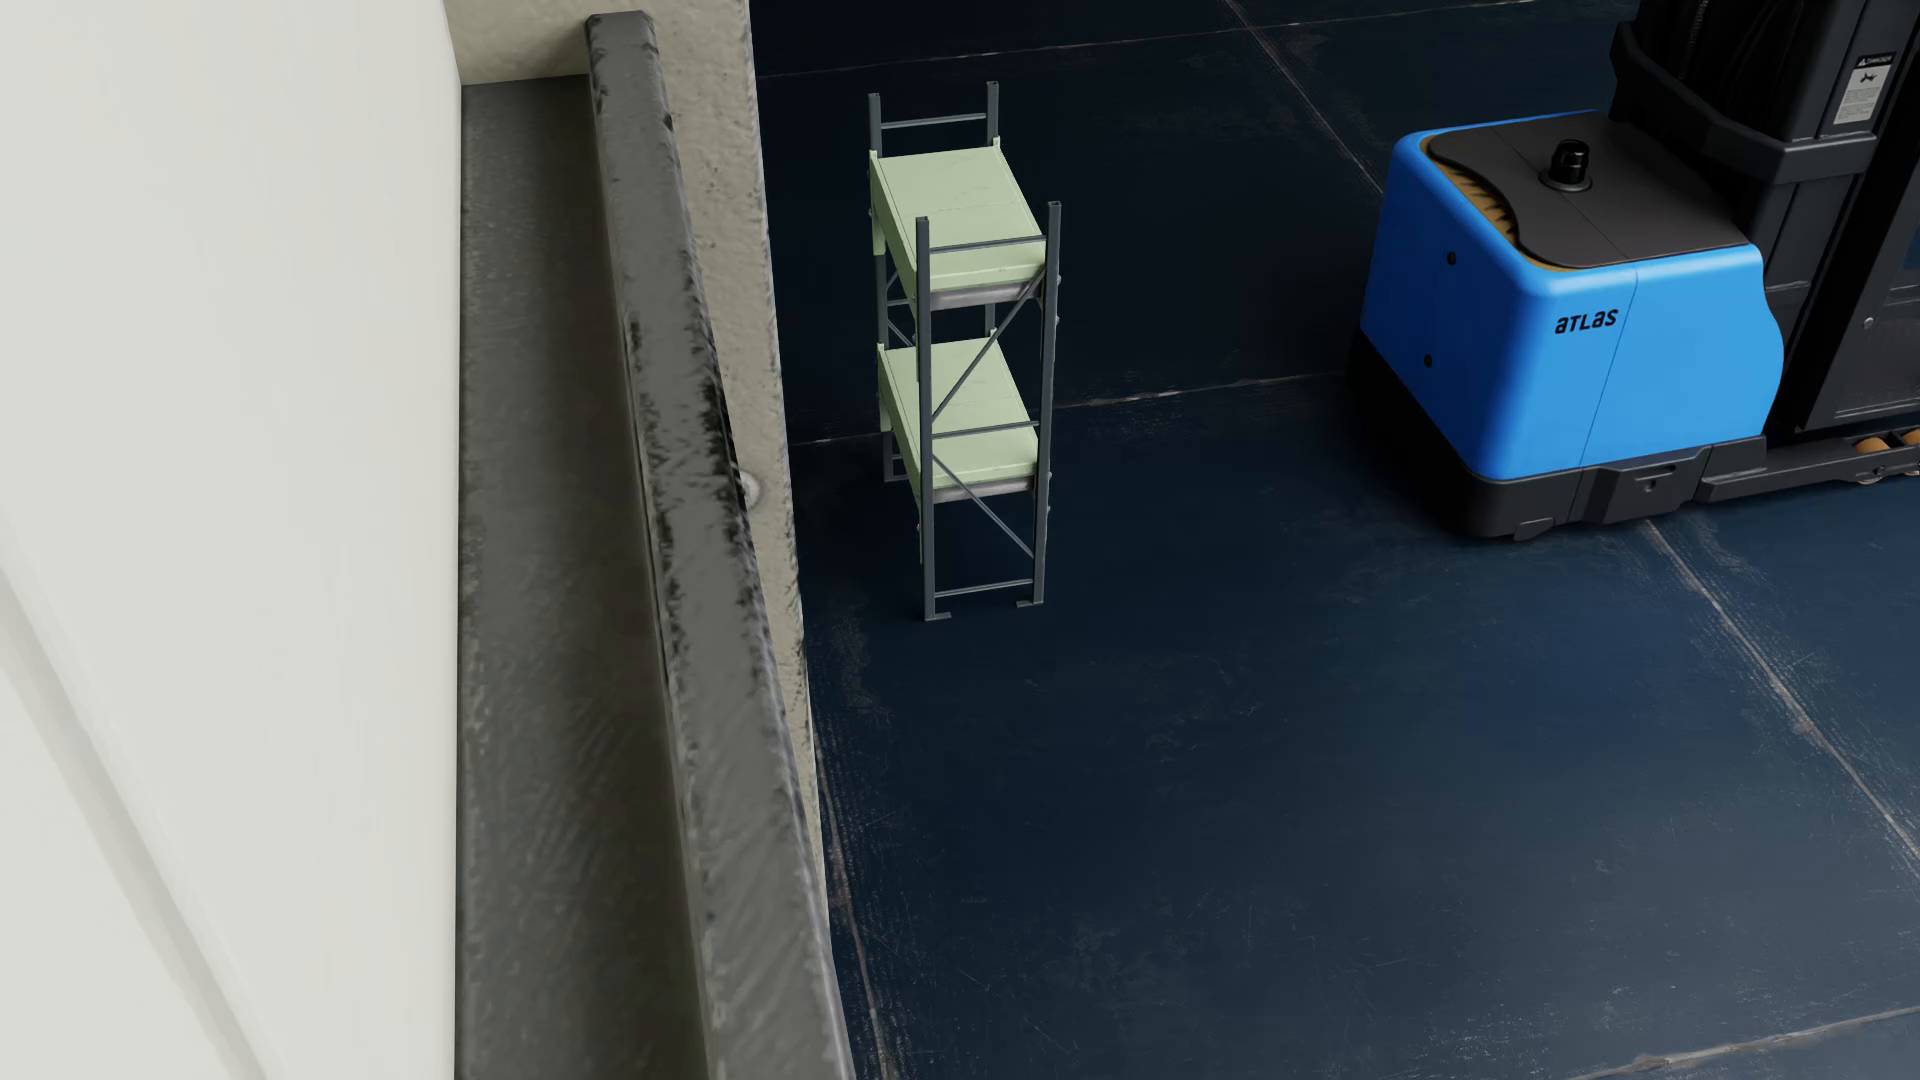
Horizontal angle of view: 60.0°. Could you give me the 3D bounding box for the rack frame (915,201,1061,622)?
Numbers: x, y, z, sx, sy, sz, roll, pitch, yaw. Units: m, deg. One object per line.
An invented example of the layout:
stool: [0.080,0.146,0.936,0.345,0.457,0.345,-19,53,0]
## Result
rack frame: [0.078,-0.328,4.990,0.400,1.500,0.023,-8,42,-9]

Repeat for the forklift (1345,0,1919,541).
forklift: [3.044,-1.627,5.375,3.031,2.935,1.130,-10,43,-11]

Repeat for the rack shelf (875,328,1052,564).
rack shelf: [-0.001,-0.321,5.473,0.431,0.370,0.720,-8,42,-9]

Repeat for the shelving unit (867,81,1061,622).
shelving unit: [-0.001,-0.565,5.257,0.431,1.500,0.755,-8,42,-9]

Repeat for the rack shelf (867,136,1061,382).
rack shelf: [-0.001,-0.857,4.998,0.431,0.370,0.720,-8,42,-9]

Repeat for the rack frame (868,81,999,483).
rack frame: [-0.080,-0.802,5.524,0.400,1.500,0.023,-8,42,-9]
